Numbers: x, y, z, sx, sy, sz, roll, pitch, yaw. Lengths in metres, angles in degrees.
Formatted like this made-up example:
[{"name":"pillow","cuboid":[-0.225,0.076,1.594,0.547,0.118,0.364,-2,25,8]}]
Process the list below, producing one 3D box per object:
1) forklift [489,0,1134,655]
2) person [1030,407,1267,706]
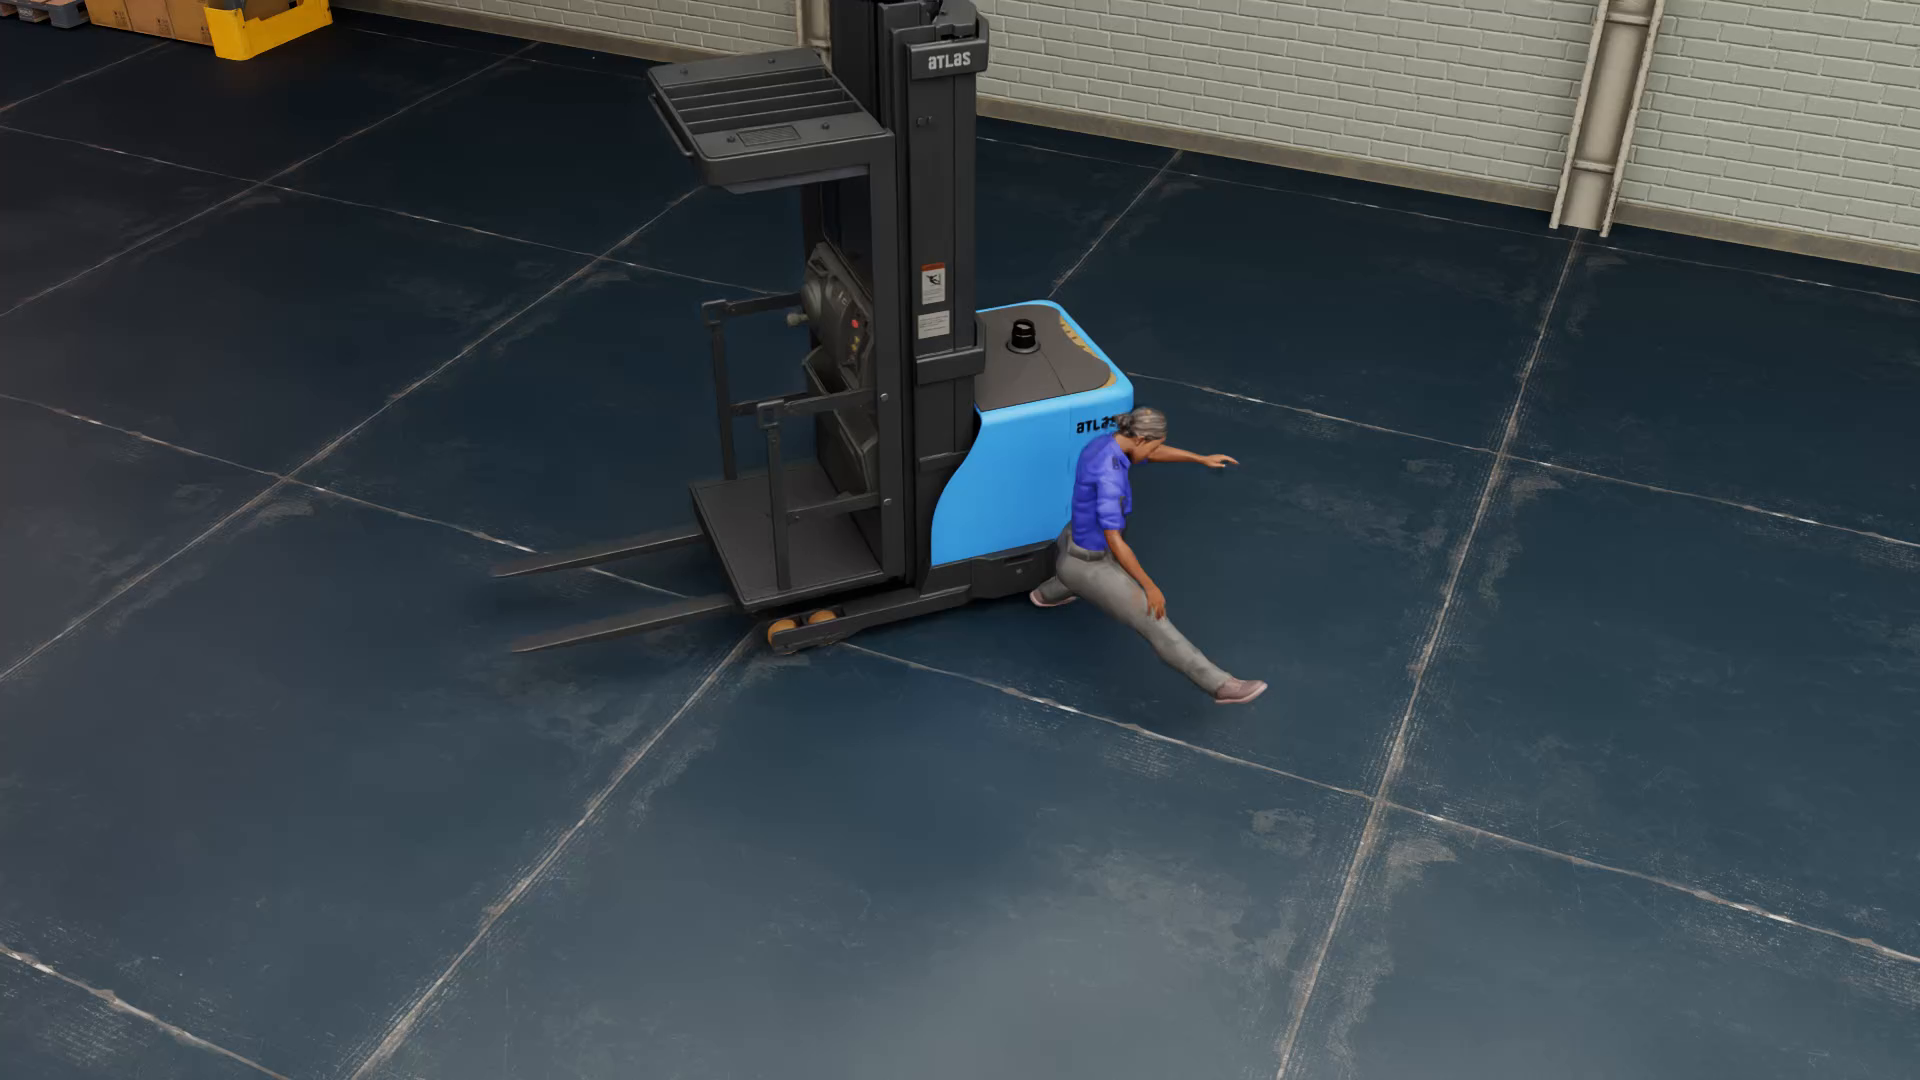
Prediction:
[{"name":"forklift","cuboid":[-0.739,-0.999,7.488,3.031,2.935,1.130,-12,37,-17]},{"name":"person","cuboid":[0.849,0.052,7.437,1.098,1.372,1.038,4,36,6]}]
